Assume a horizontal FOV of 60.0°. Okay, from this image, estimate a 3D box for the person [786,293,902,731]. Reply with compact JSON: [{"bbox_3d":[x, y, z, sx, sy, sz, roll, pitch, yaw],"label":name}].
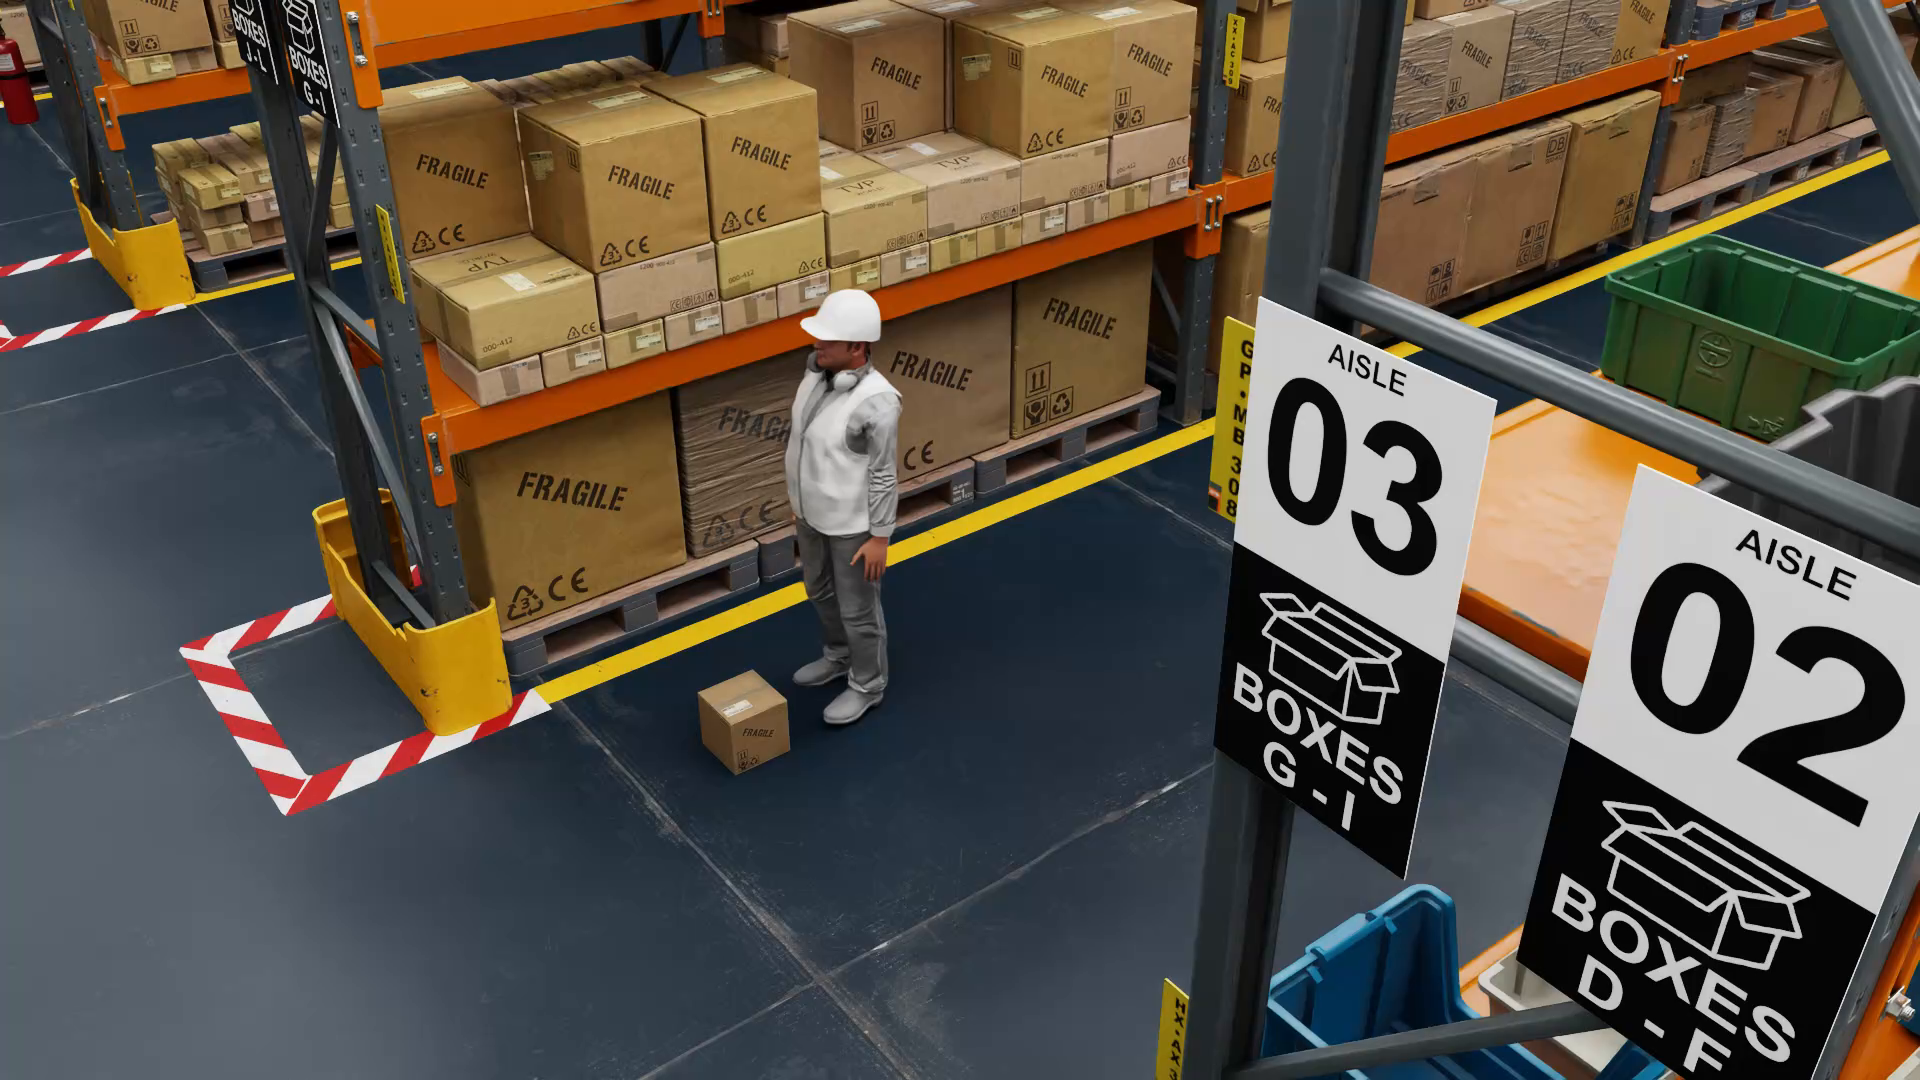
[{"bbox_3d":[-0.439,-0.091,6.263,0.359,1.770,0.531,-21,38,-30],"label":"person"}]
